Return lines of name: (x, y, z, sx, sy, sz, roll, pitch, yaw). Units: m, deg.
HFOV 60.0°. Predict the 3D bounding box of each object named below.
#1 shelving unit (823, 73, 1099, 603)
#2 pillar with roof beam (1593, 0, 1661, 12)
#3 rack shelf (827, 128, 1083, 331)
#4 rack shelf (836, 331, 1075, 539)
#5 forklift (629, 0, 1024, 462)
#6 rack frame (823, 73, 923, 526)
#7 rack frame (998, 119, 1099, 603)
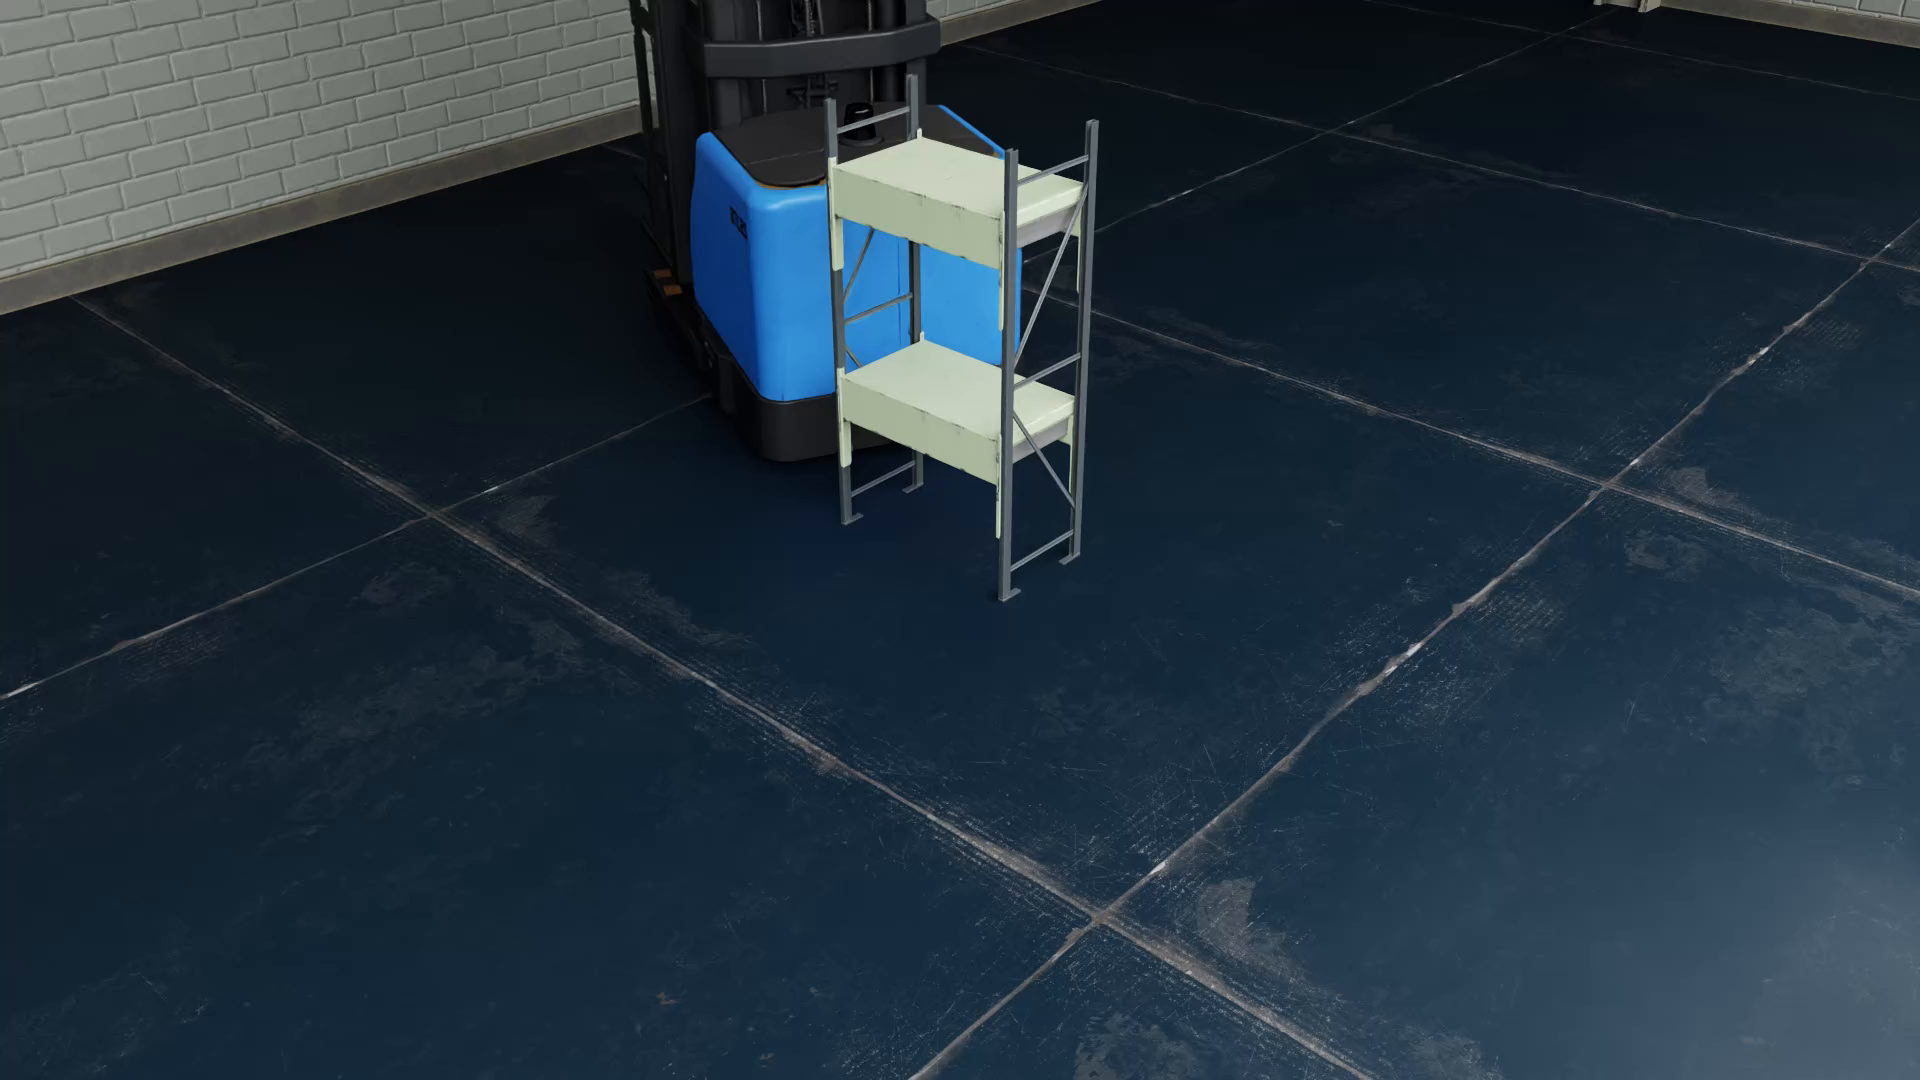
shelving unit: (-0.005, -0.645, 5.367, 0.755, 1.500, 0.431, 25, 39, 35)
pillar with roof beam: (2.071, -6.192, 7.310, 0.400, 9.000, 9.100, 25, 39, 35)
rack shelf: (-0.005, -0.979, 5.166, 0.720, 0.370, 0.431, 25, 39, 35)
rack shelf: (-0.005, -0.366, 5.535, 0.720, 0.370, 0.431, 25, 39, 35)
forklift: (-0.775, -2.289, 6.710, 1.130, 2.935, 3.031, -12, 33, -19)
rack frame: (-0.276, -0.772, 5.577, 0.023, 1.500, 0.400, 25, 39, 35)
rack frame: (0.266, -0.518, 5.157, 0.023, 1.500, 0.400, 25, 39, 35)
